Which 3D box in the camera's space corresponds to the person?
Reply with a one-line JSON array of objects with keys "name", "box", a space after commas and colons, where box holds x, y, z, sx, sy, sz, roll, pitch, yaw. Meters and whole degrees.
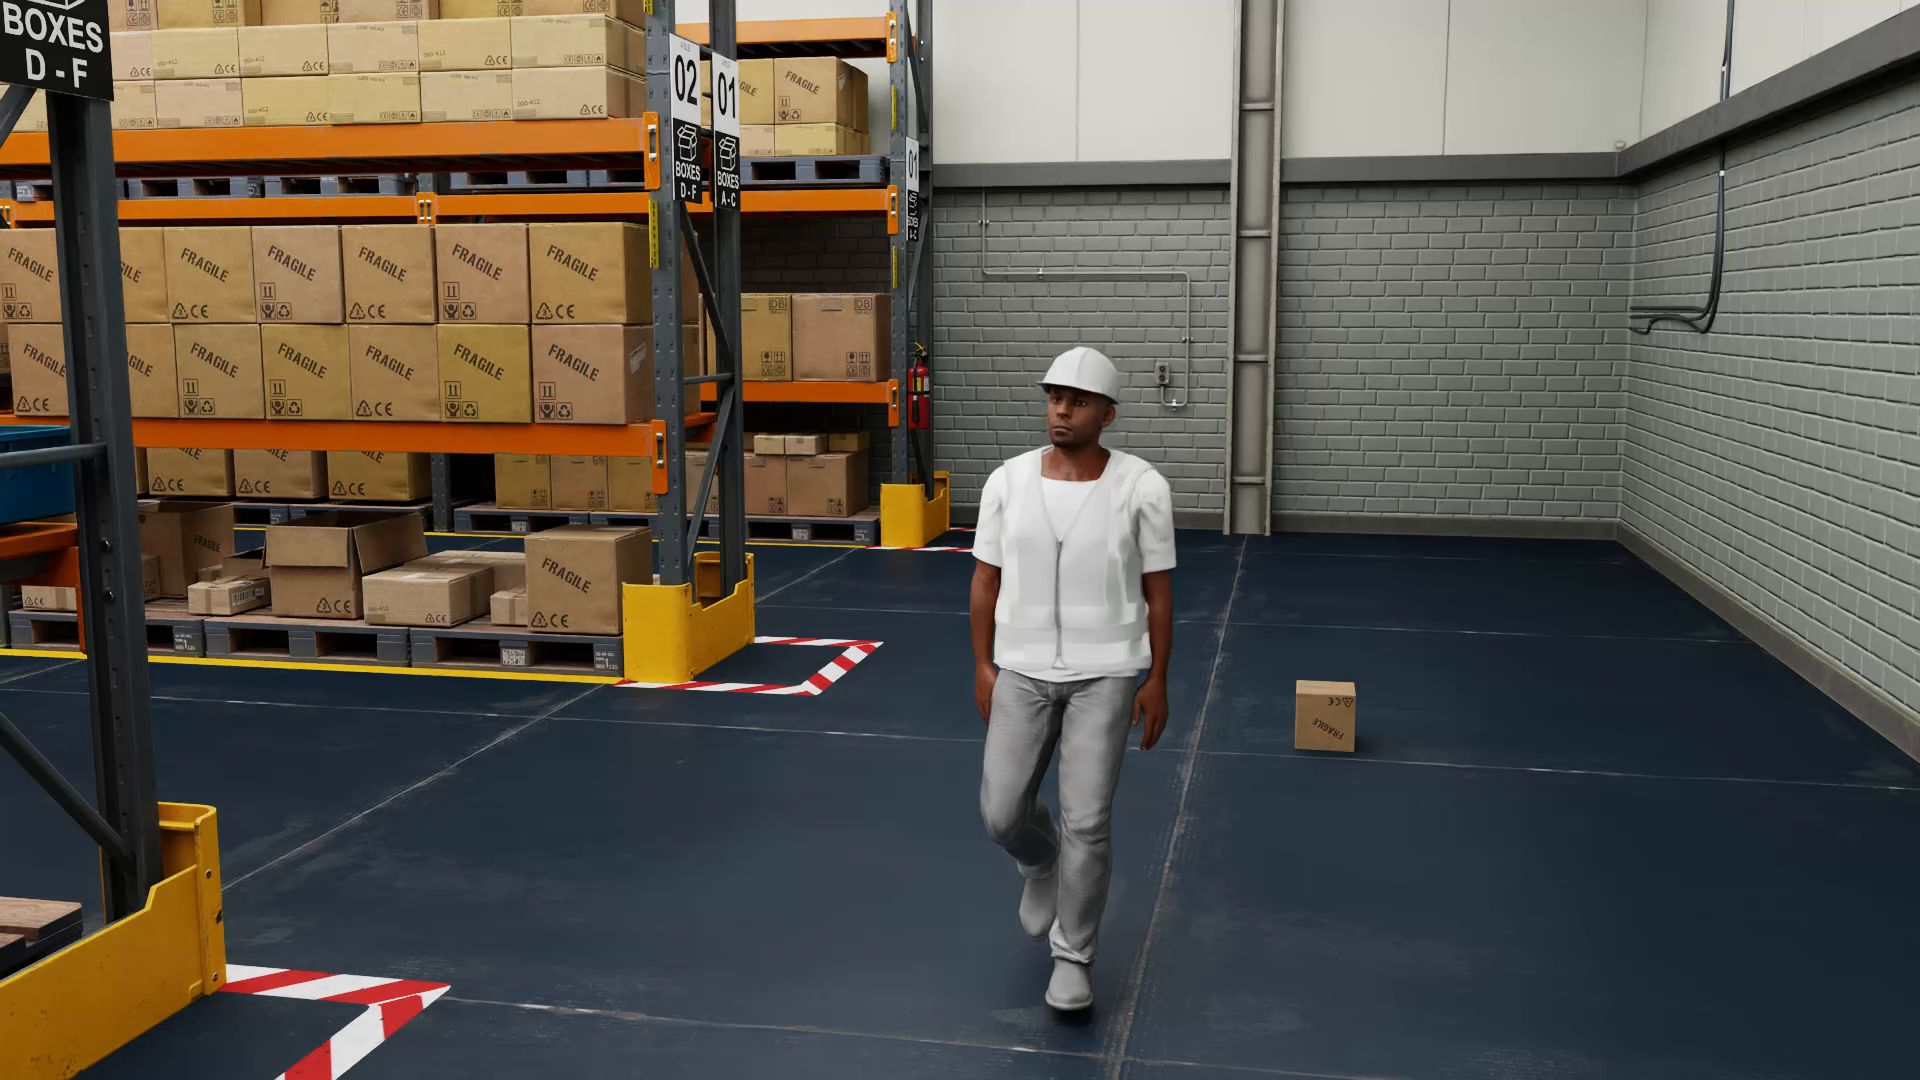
[{"name": "person", "box": [0.297, 0.353, 4.553, 0.569, 1.754, 0.606, 2, 8, 16]}]
